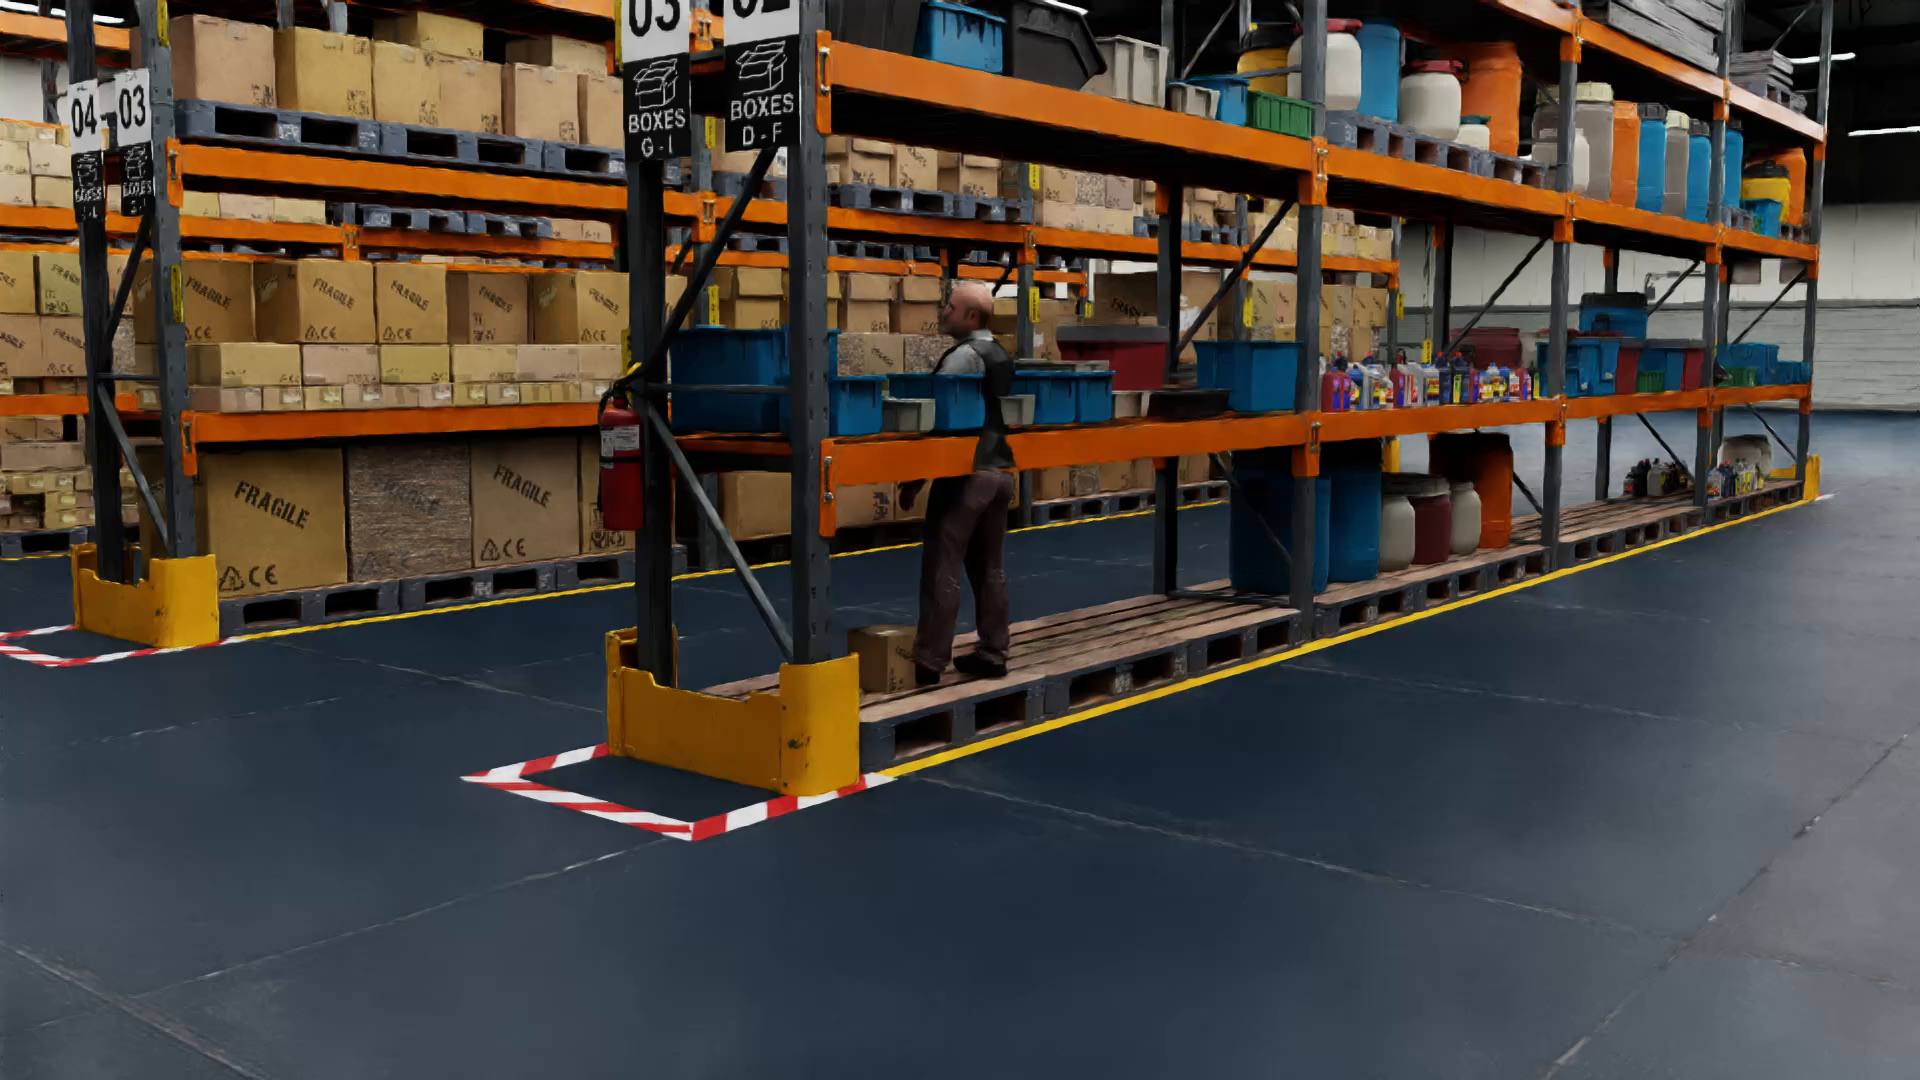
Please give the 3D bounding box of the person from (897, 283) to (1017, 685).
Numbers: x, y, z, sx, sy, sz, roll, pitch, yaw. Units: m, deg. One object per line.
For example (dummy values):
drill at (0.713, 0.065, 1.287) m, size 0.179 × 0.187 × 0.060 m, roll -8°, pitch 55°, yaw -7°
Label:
person at (-0.010, -0.248, 7.247) m, size 0.490 × 1.726 × 0.612 m, roll 3°, pitch 7°, yaw 26°
